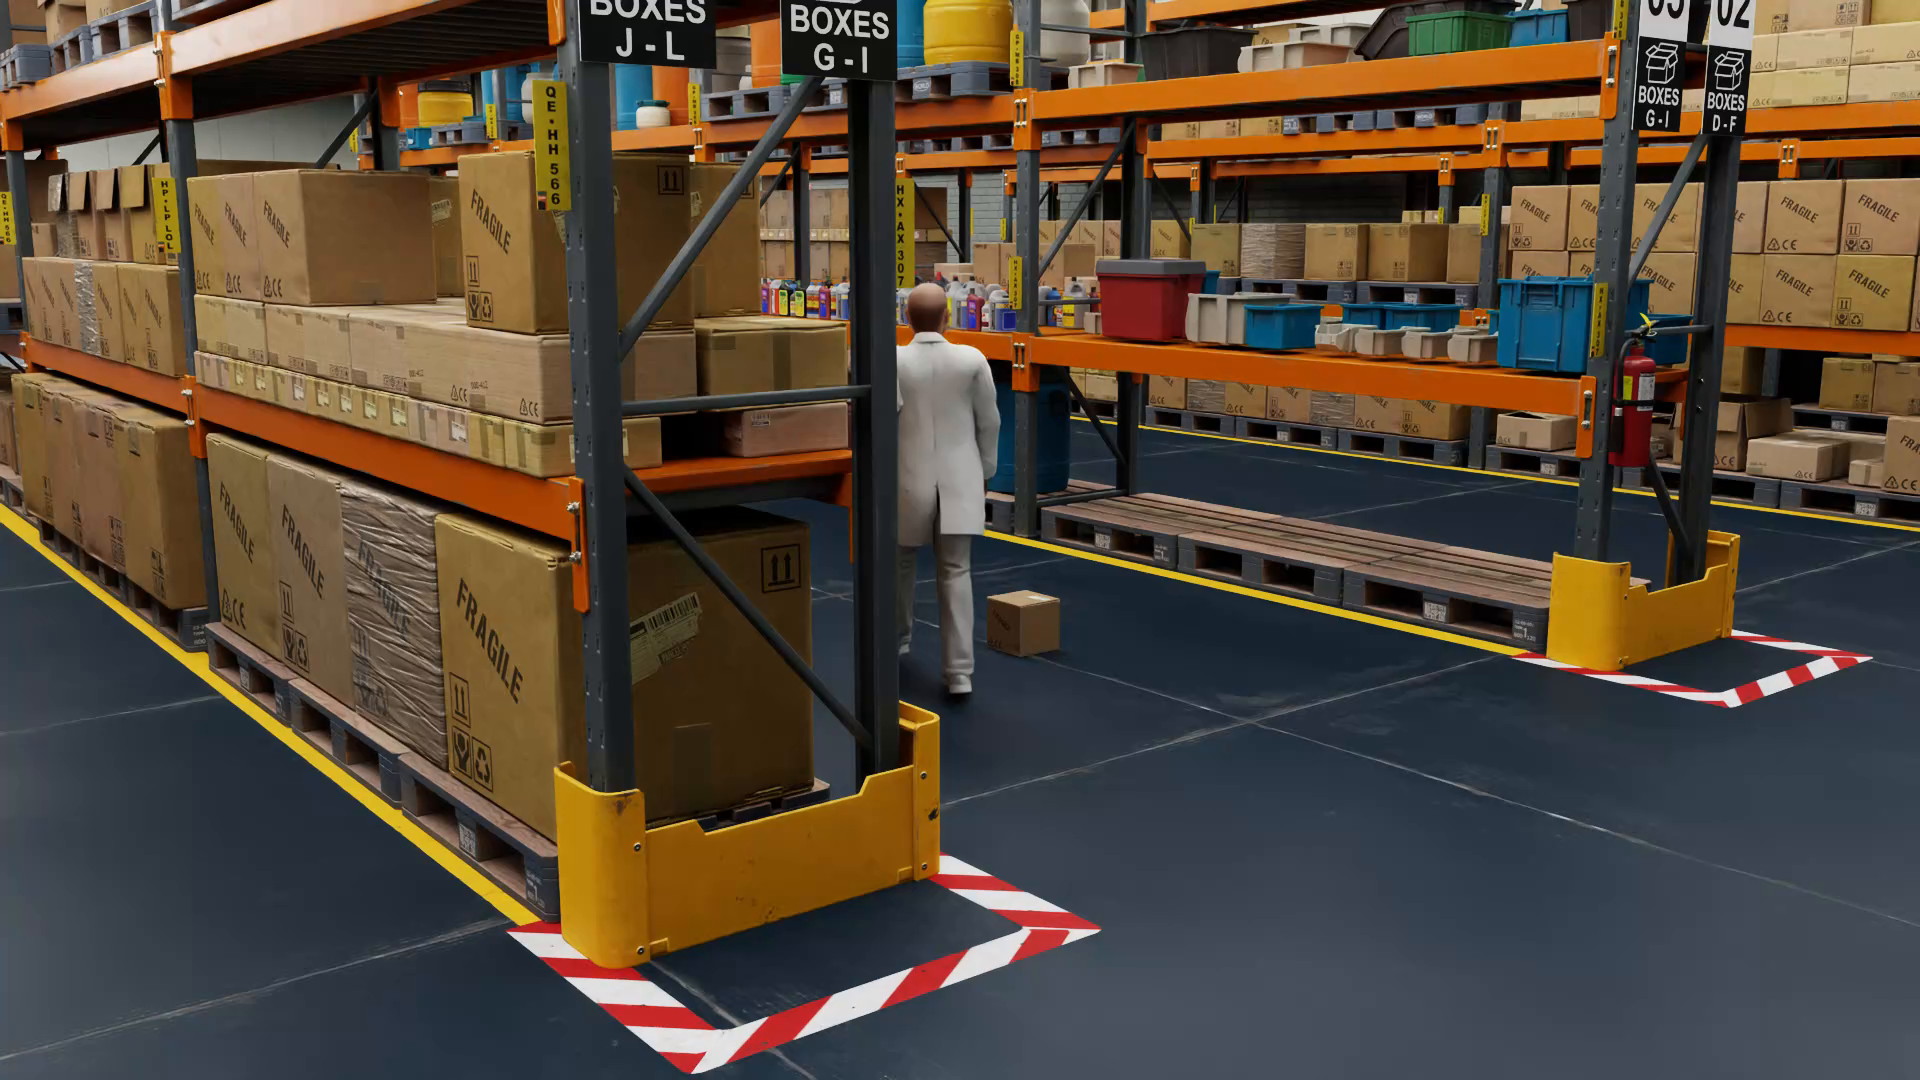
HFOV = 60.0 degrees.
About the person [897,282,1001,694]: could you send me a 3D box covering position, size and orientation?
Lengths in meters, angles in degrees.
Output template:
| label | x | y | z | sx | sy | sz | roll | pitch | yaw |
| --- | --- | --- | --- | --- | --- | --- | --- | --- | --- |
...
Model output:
| label | x | y | z | sx | sy | sz | roll | pitch | yaw |
| --- | --- | --- | --- | --- | --- | --- | --- | --- | --- |
| person | -0.147 | -0.269 | 7.365 | 0.623 | 1.735 | 1.022 | -1 | 11 | -6 |
